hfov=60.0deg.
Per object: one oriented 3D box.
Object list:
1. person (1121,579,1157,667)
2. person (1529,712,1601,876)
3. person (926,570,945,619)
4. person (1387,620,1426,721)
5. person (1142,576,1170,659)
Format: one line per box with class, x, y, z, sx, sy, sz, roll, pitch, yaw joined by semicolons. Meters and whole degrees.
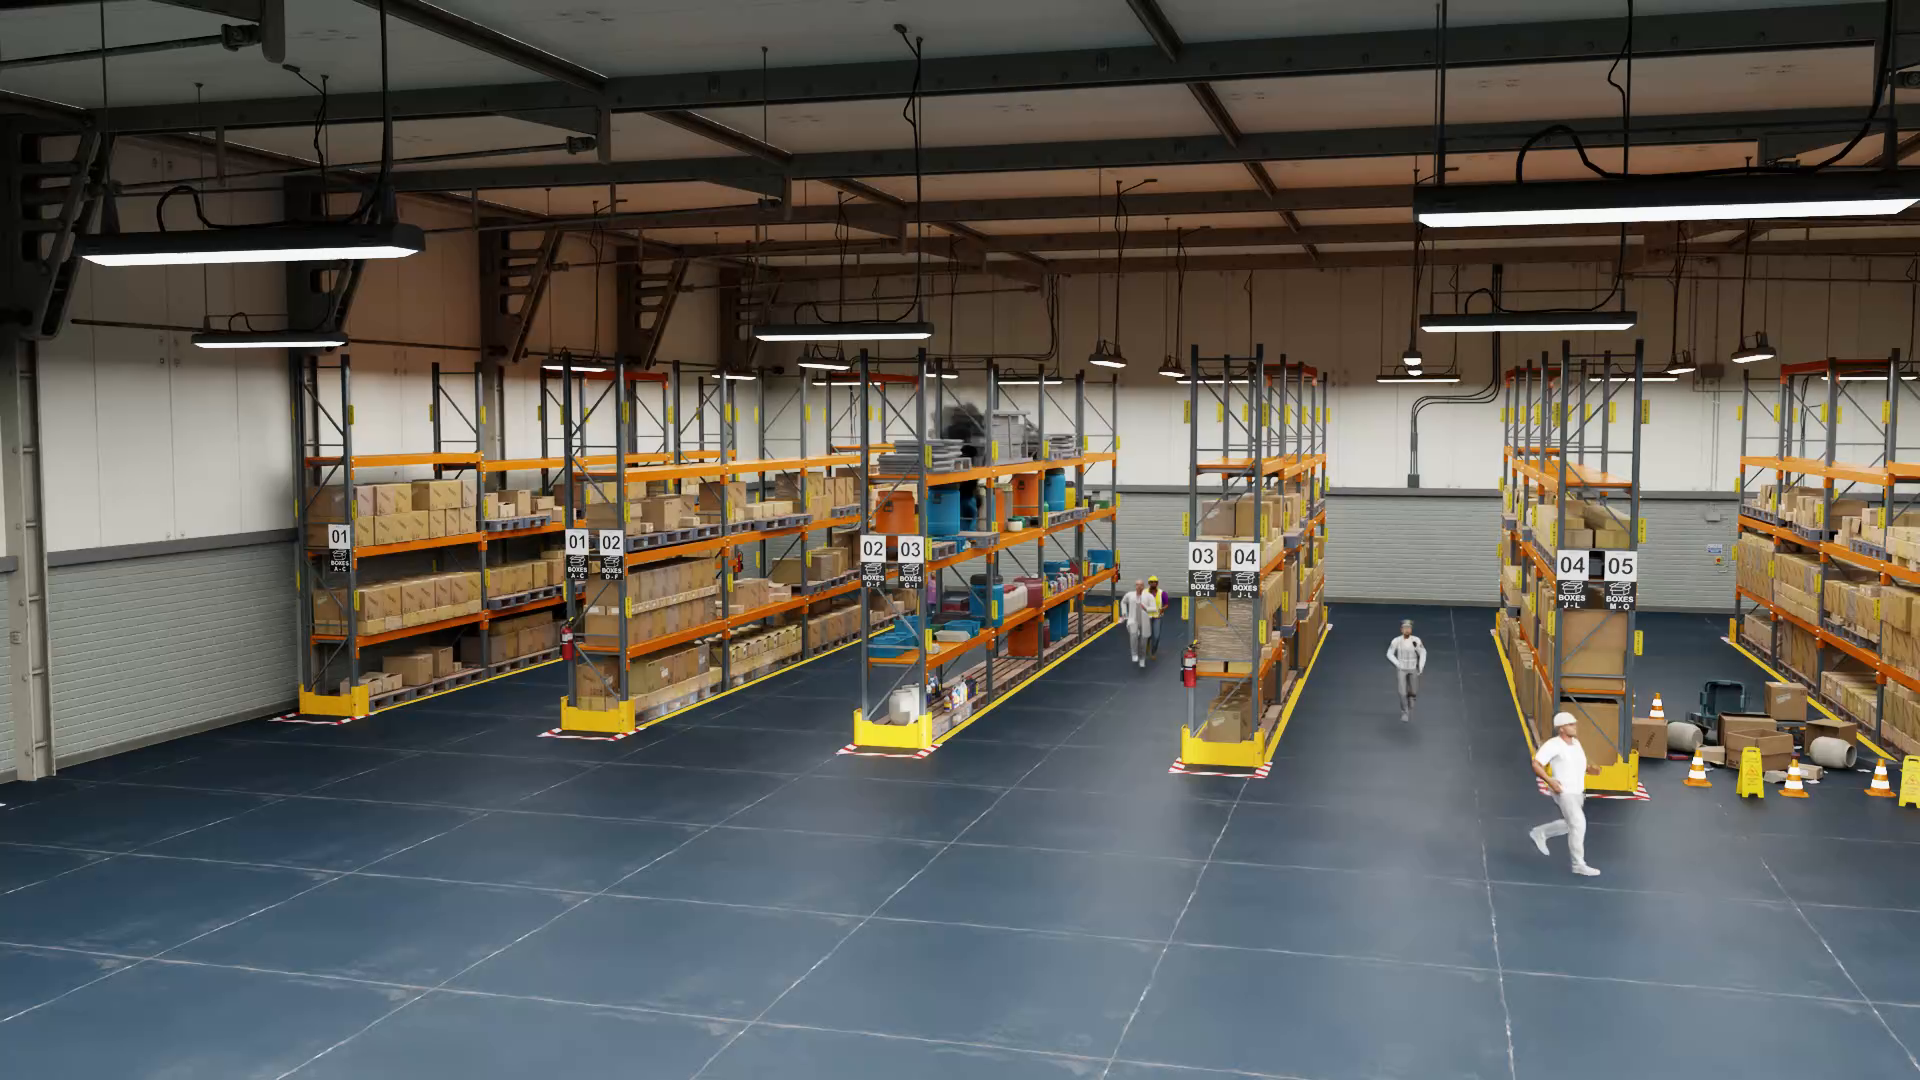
person;3.485;1.639;32.415;0.697;1.753;1.044;0;4;5
person;6.646;2.761;18.276;0.714;1.742;0.901;-4;6;-40
person;-0.585;1.425;36.859;0.519;1.626;0.797;0;4;4
person;7.354;2.135;27.373;0.652;1.654;0.555;1;4;7
person;3.940;1.590;34.022;0.698;1.720;0.575;0;4;3
